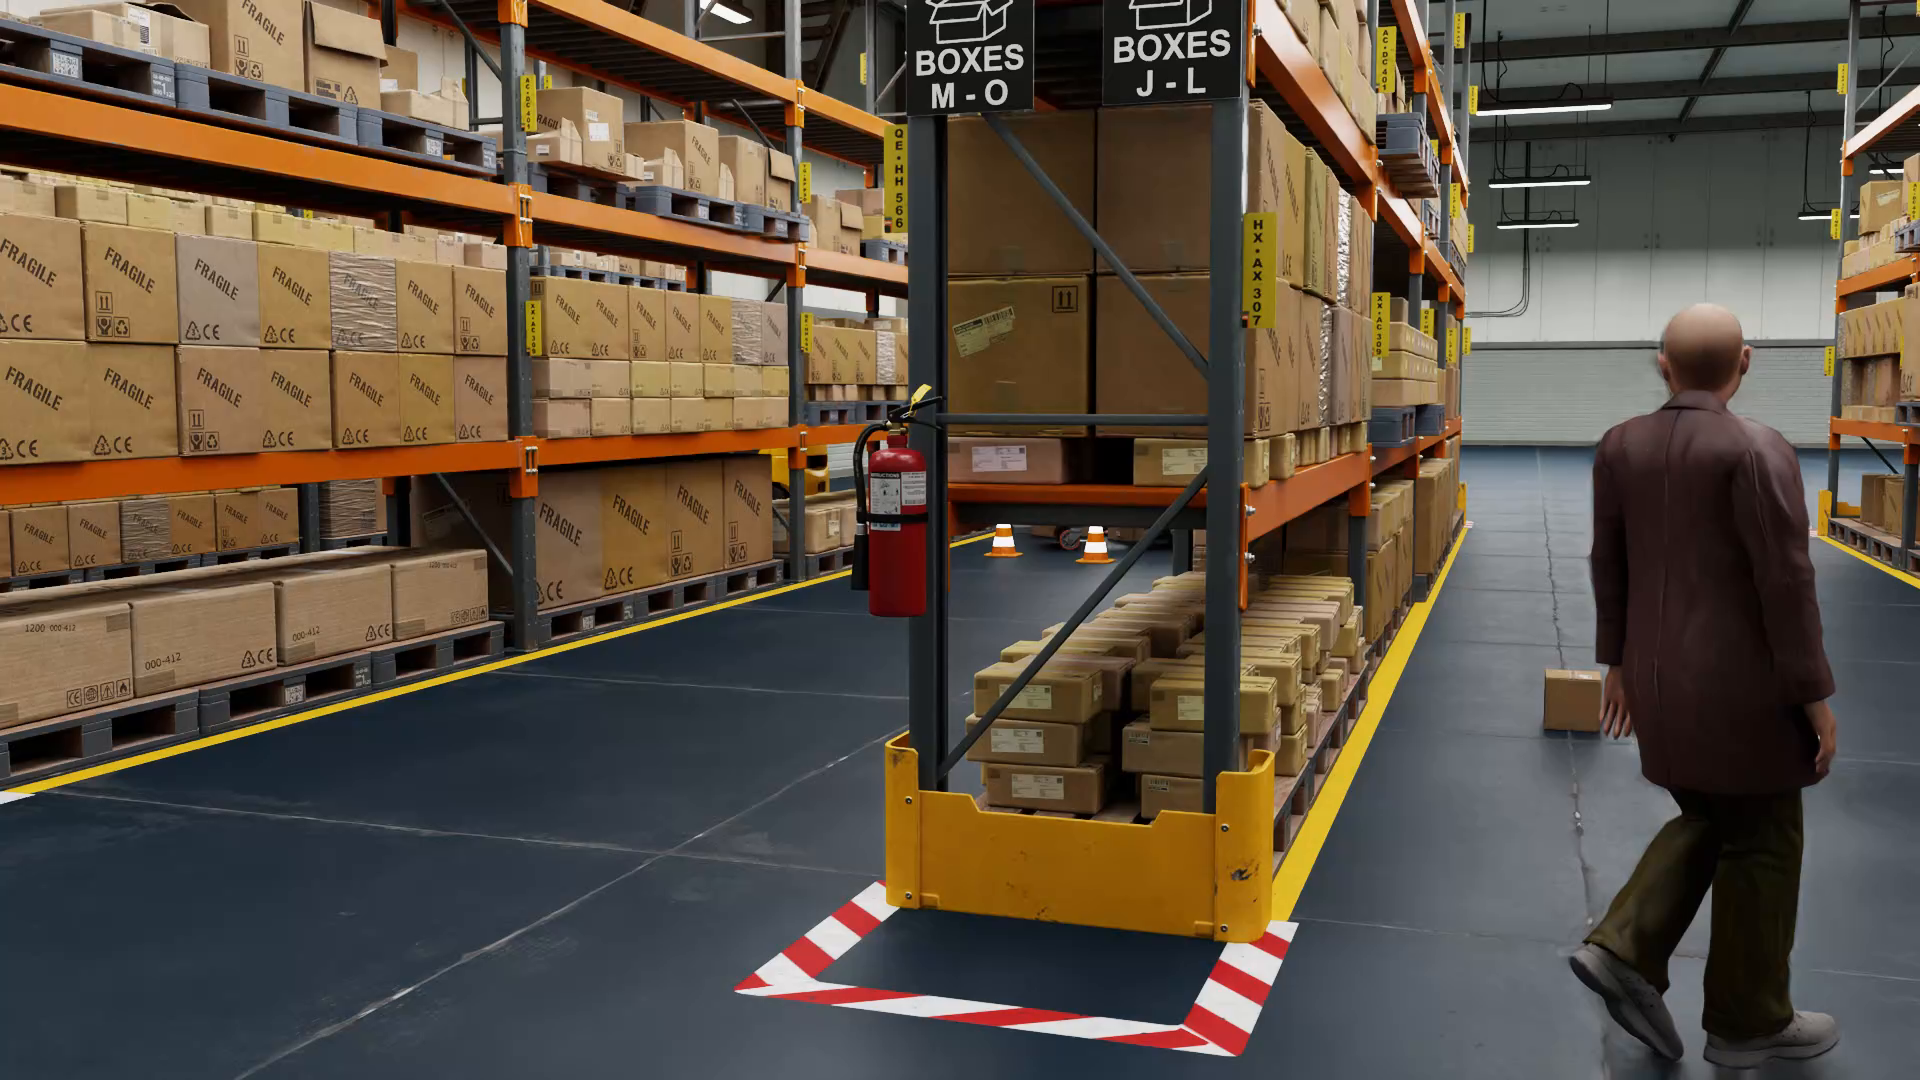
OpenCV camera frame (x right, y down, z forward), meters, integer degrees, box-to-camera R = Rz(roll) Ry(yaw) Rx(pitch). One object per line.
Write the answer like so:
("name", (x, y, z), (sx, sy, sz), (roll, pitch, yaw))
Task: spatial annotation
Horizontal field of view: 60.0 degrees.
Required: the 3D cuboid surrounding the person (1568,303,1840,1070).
("person", (1.769, 0.349, 3.905), (0.621, 1.797, 0.612), (-2, 5, -20))
